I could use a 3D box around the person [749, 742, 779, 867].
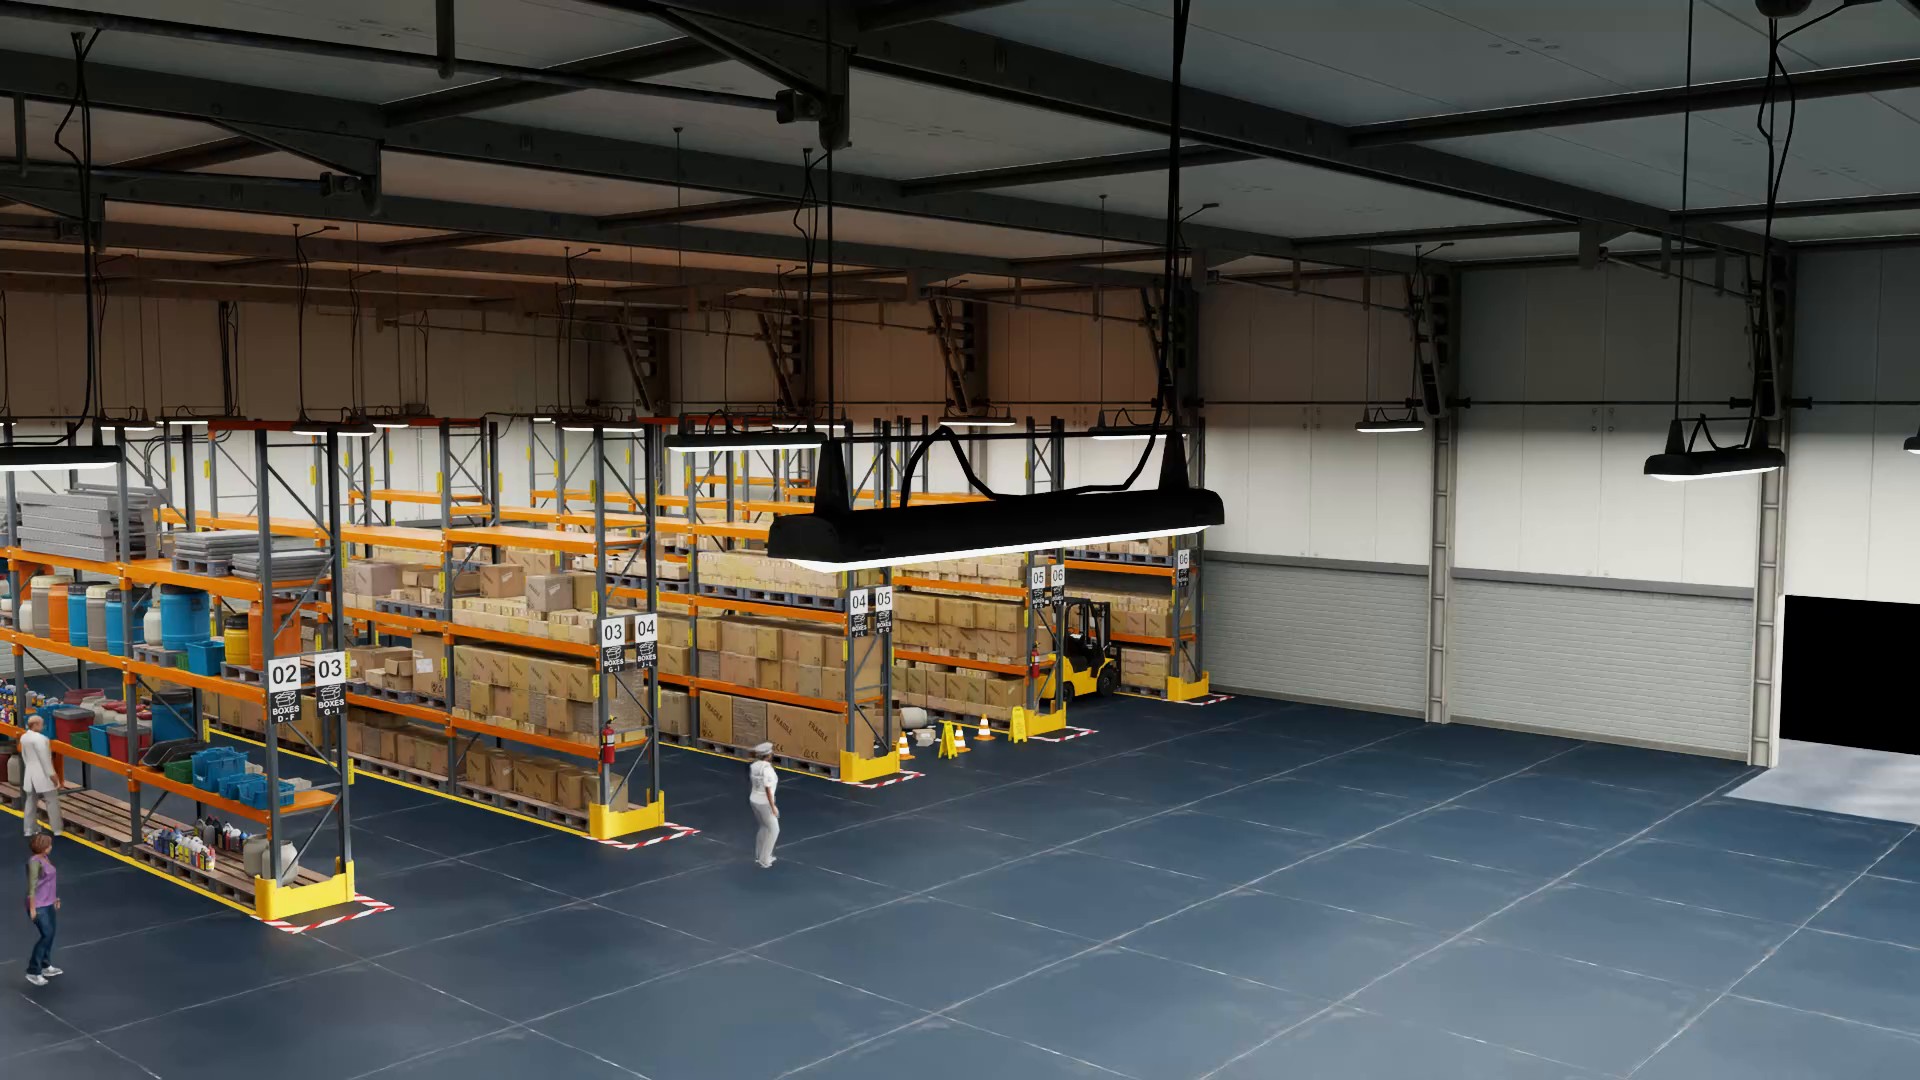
[{"bbox_3d":[-2.698,3.655,22.819,0.360,1.749,0.502,-2,5,-25],"label":"person"}]

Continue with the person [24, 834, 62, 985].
[{"bbox_3d":[-10.094,4.039,18.279,0.345,1.616,0.558,-1,5,-11],"label":"person"}]

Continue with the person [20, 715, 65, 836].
[{"bbox_3d":[-13.347,3.531,24.240,0.638,1.552,0.463,2,5,20],"label":"person"}]
